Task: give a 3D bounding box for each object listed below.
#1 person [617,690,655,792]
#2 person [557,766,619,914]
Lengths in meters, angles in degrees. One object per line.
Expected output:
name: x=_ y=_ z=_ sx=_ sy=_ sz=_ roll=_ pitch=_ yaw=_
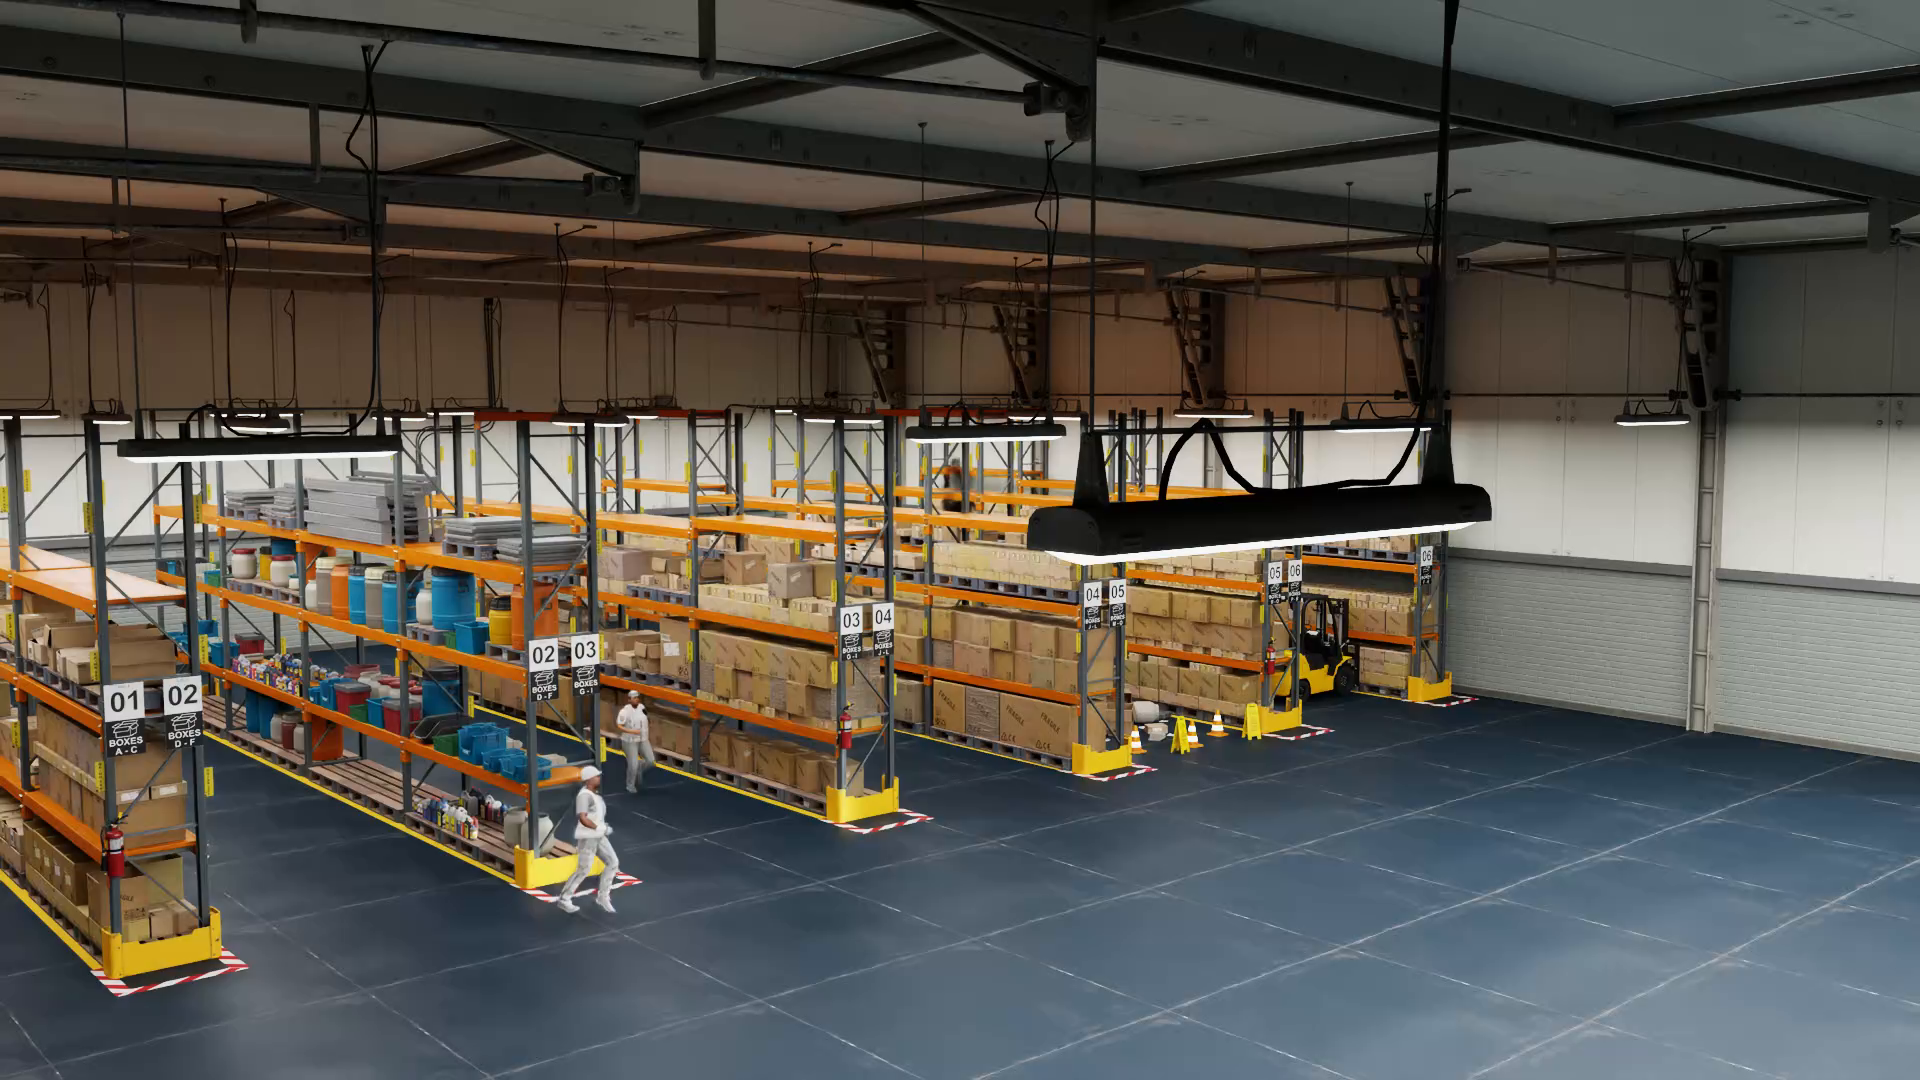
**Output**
person: x=-5.129 y=3.197 z=26.419 sx=0.656 sy=1.637 sz=0.527 roll=-5 pitch=7 yaw=-44
person: x=-4.547 y=3.671 z=20.404 sx=0.692 sy=1.802 sz=0.743 roll=0 pitch=5 yaw=2
